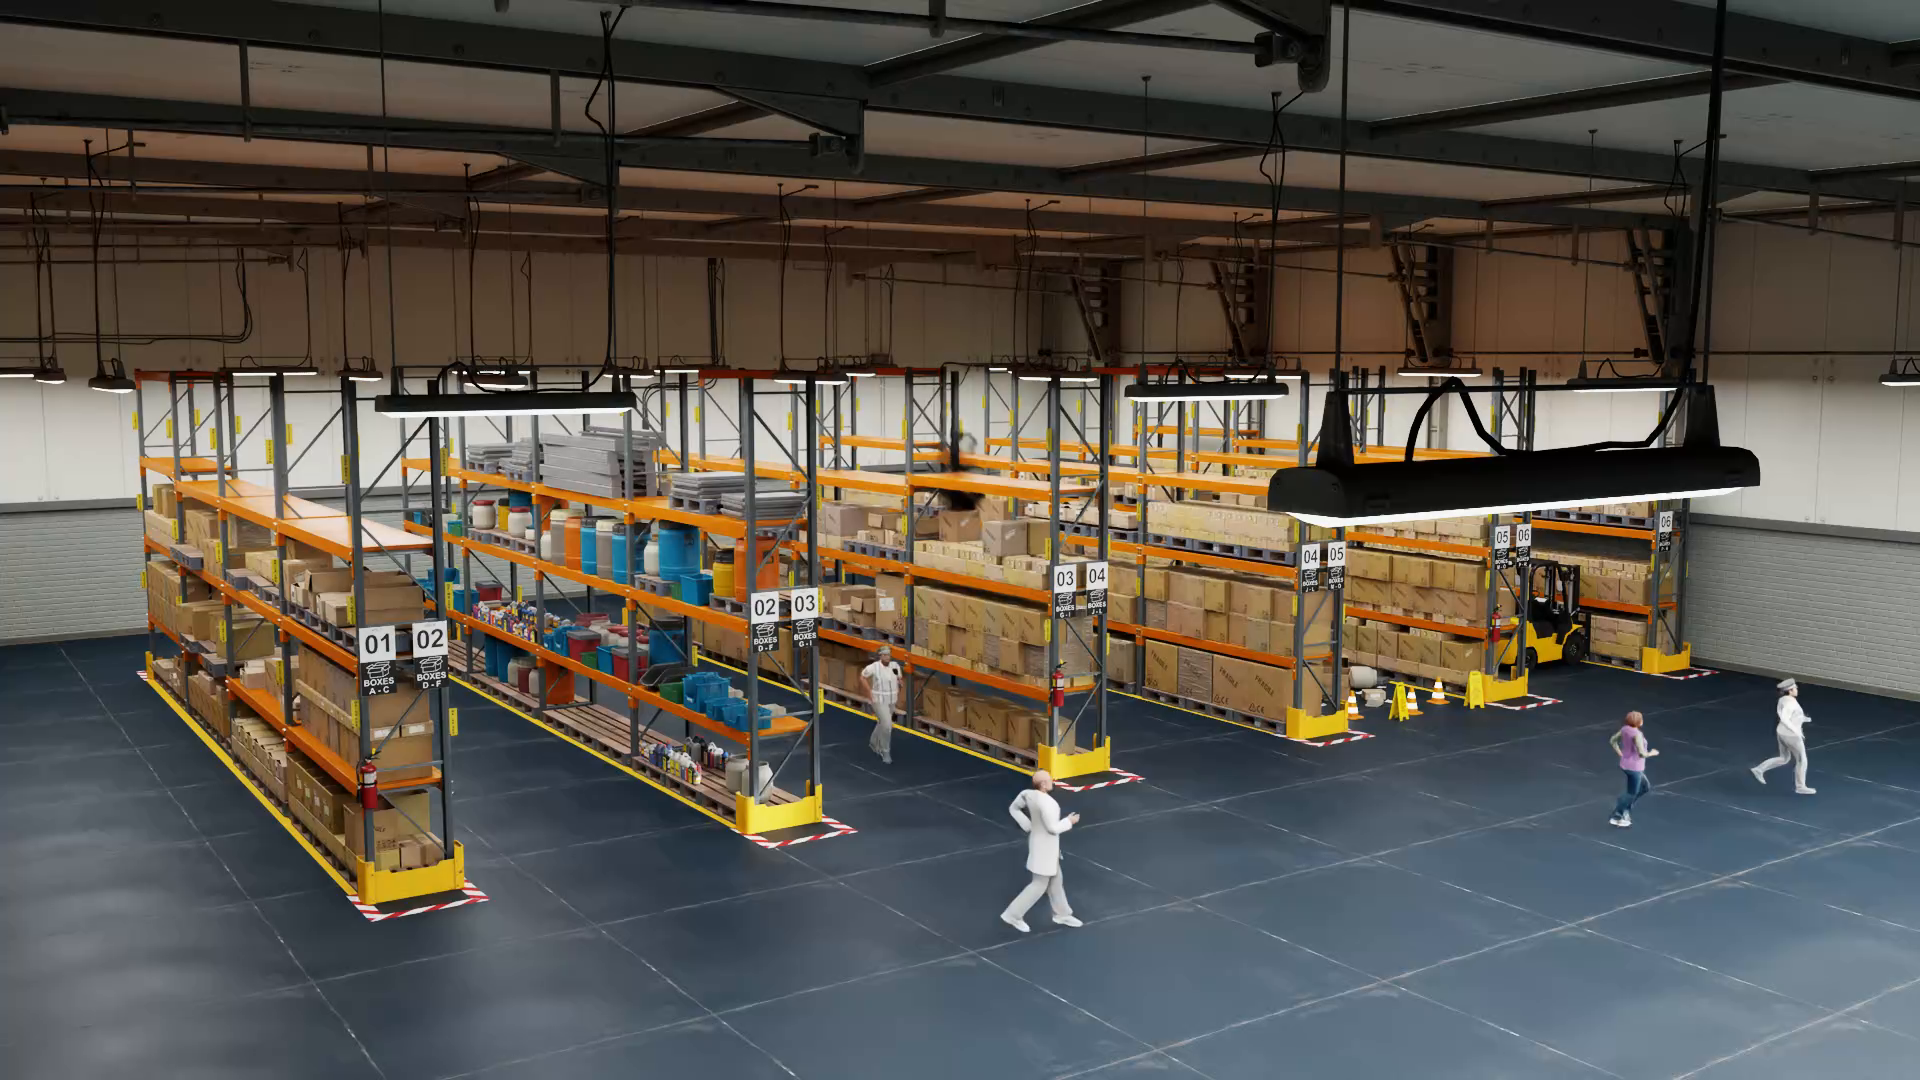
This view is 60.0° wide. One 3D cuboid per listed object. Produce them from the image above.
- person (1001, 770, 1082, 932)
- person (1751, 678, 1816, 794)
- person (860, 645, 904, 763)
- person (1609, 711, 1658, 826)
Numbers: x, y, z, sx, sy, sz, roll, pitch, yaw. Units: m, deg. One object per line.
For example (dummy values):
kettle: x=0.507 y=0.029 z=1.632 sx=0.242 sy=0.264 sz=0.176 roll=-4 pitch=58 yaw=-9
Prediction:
person: x=0.903 y=3.385 z=18.062 sx=0.981 sy=1.804 sz=0.698 roll=-2 pitch=7 yaw=-14
person: x=11.879 y=2.803 z=23.866 sx=0.844 sy=1.667 sz=0.625 roll=1 pitch=7 yaw=8
person: x=-1.171 y=2.545 z=25.960 sx=0.626 sy=1.863 sz=0.800 roll=-5 pitch=8 yaw=-38
person: x=8.986 y=3.046 z=22.160 sx=0.623 sy=1.553 sz=0.512 roll=0 pitch=6 yaw=1
